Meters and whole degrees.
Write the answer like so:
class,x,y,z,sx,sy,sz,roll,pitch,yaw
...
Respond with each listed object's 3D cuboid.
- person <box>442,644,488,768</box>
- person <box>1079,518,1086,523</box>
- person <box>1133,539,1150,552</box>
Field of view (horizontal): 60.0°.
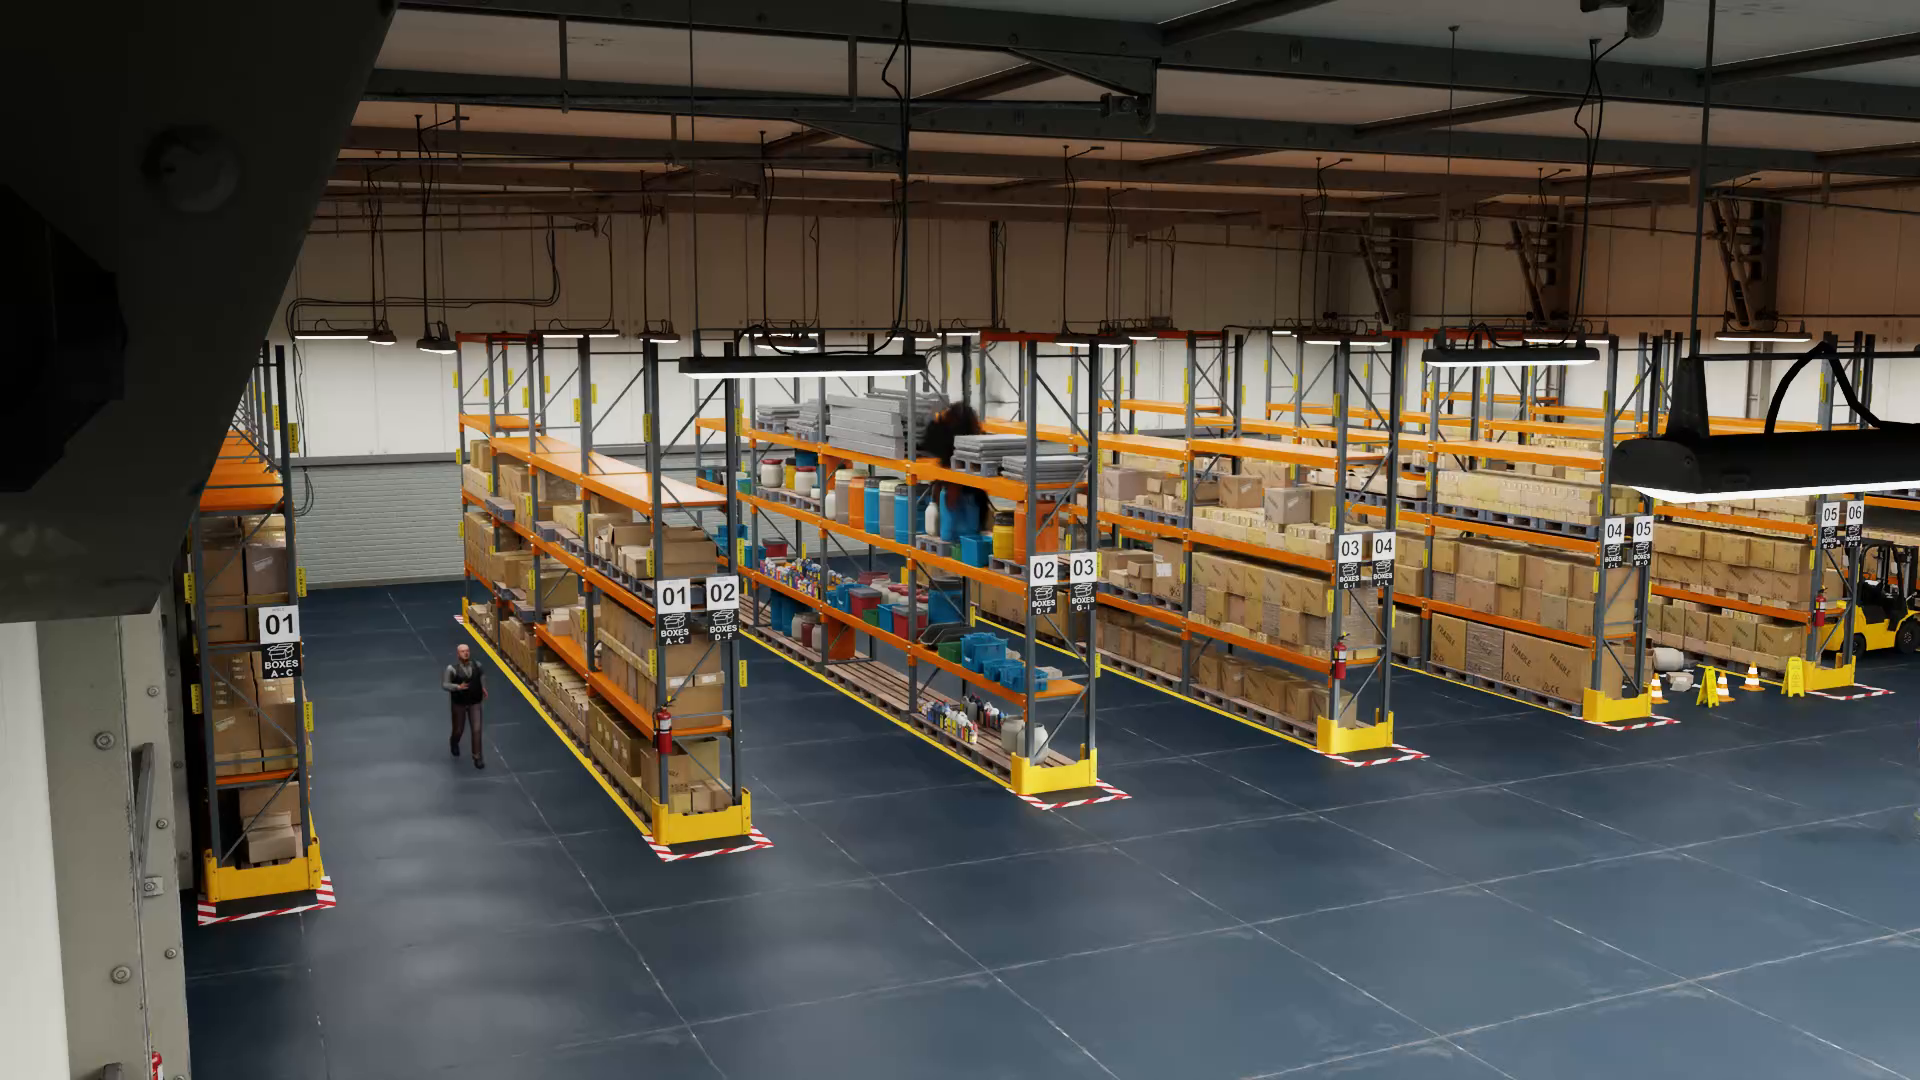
class,x,y,z,sx,sy,sz,roll,pitch,yaw
person,-6.960,2.311,23.453,0.661,1.700,0.963,-5,9,-31
person,2.810,0.308,38.511,0.557,1.678,0.749,-3,8,-19
person,4.598,-0.266,42.573,0.548,1.745,0.661,-2,8,-17
